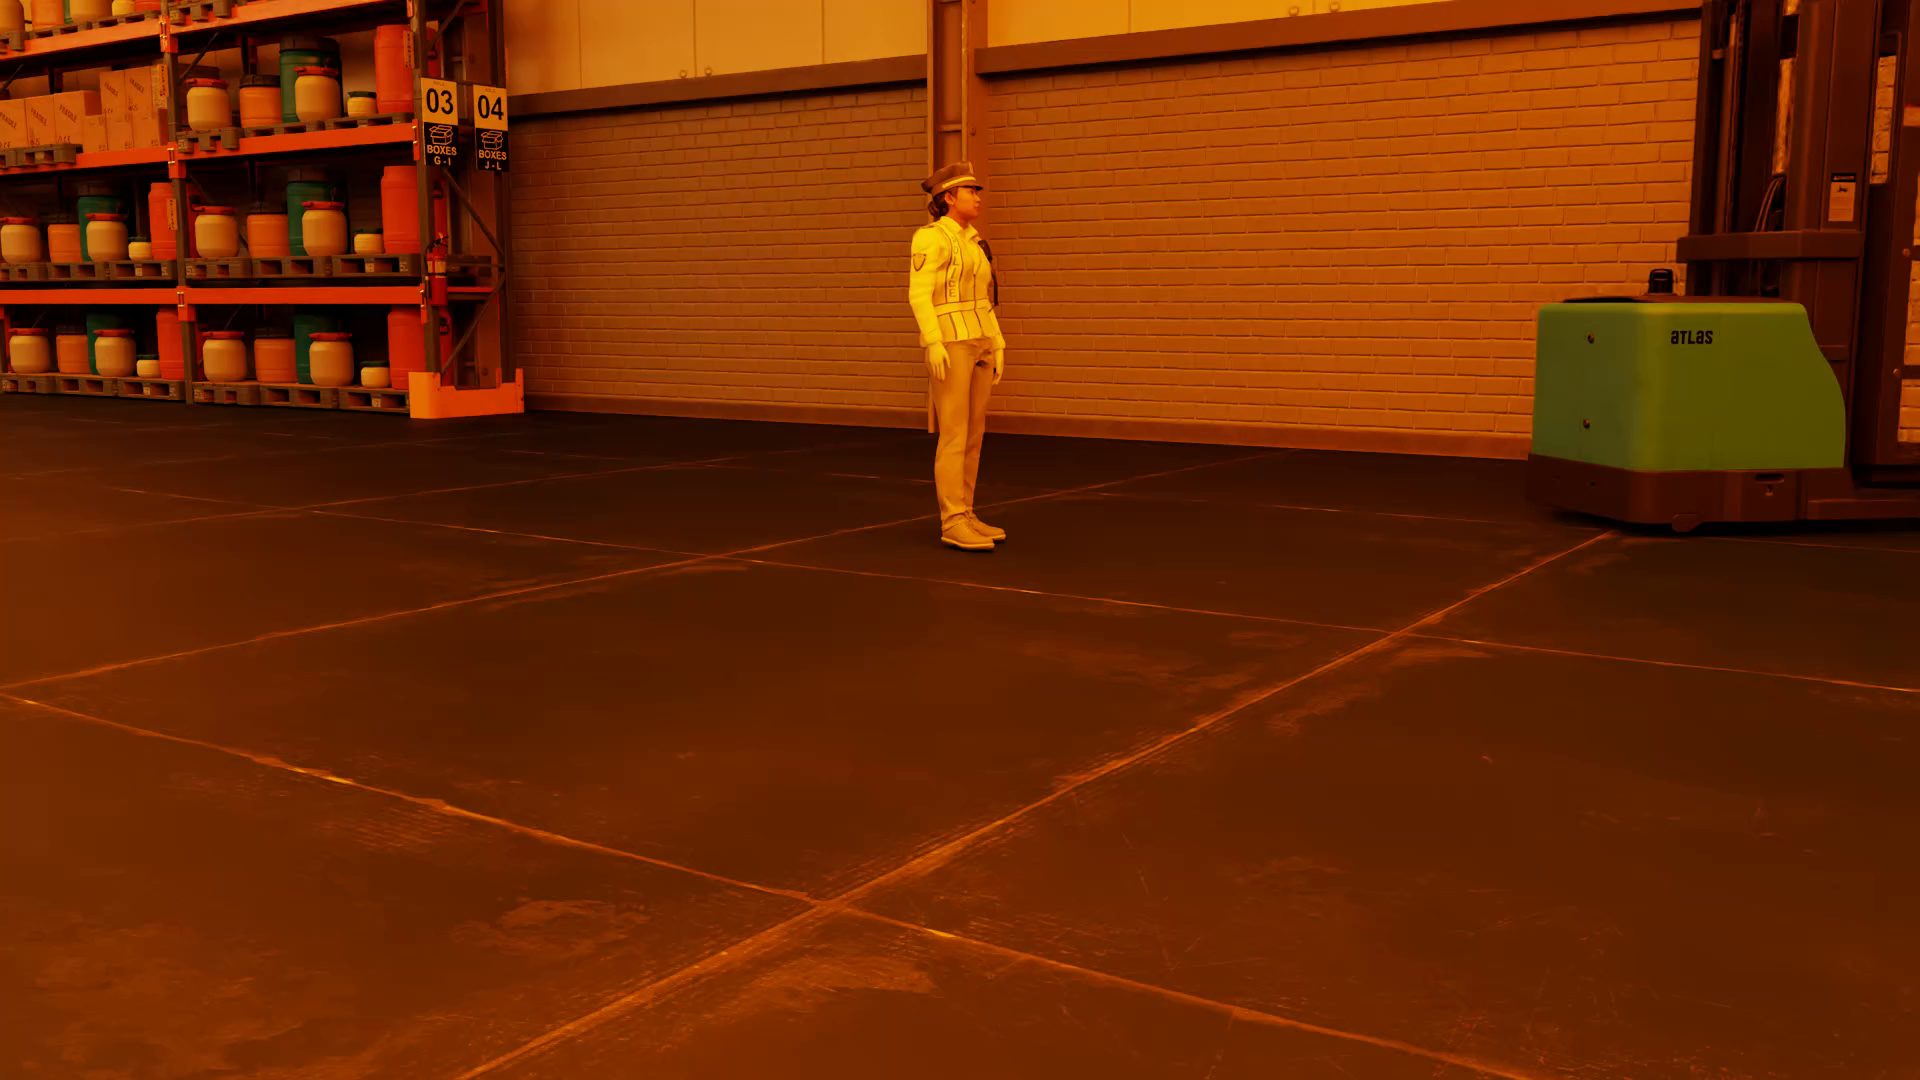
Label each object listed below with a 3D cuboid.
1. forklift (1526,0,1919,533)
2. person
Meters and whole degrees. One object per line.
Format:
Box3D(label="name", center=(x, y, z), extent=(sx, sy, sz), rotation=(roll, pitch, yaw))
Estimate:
Box3D(label="forklift", center=(4.475, -1.564, 8.189), extent=(3.031, 2.935, 1.130), rotation=(-2, 8, -11))
Box3D(label="person", center=(0.053, -0.840, 7.440), extent=(0.531, 1.695, 0.587), rotation=(5, 10, 34))
